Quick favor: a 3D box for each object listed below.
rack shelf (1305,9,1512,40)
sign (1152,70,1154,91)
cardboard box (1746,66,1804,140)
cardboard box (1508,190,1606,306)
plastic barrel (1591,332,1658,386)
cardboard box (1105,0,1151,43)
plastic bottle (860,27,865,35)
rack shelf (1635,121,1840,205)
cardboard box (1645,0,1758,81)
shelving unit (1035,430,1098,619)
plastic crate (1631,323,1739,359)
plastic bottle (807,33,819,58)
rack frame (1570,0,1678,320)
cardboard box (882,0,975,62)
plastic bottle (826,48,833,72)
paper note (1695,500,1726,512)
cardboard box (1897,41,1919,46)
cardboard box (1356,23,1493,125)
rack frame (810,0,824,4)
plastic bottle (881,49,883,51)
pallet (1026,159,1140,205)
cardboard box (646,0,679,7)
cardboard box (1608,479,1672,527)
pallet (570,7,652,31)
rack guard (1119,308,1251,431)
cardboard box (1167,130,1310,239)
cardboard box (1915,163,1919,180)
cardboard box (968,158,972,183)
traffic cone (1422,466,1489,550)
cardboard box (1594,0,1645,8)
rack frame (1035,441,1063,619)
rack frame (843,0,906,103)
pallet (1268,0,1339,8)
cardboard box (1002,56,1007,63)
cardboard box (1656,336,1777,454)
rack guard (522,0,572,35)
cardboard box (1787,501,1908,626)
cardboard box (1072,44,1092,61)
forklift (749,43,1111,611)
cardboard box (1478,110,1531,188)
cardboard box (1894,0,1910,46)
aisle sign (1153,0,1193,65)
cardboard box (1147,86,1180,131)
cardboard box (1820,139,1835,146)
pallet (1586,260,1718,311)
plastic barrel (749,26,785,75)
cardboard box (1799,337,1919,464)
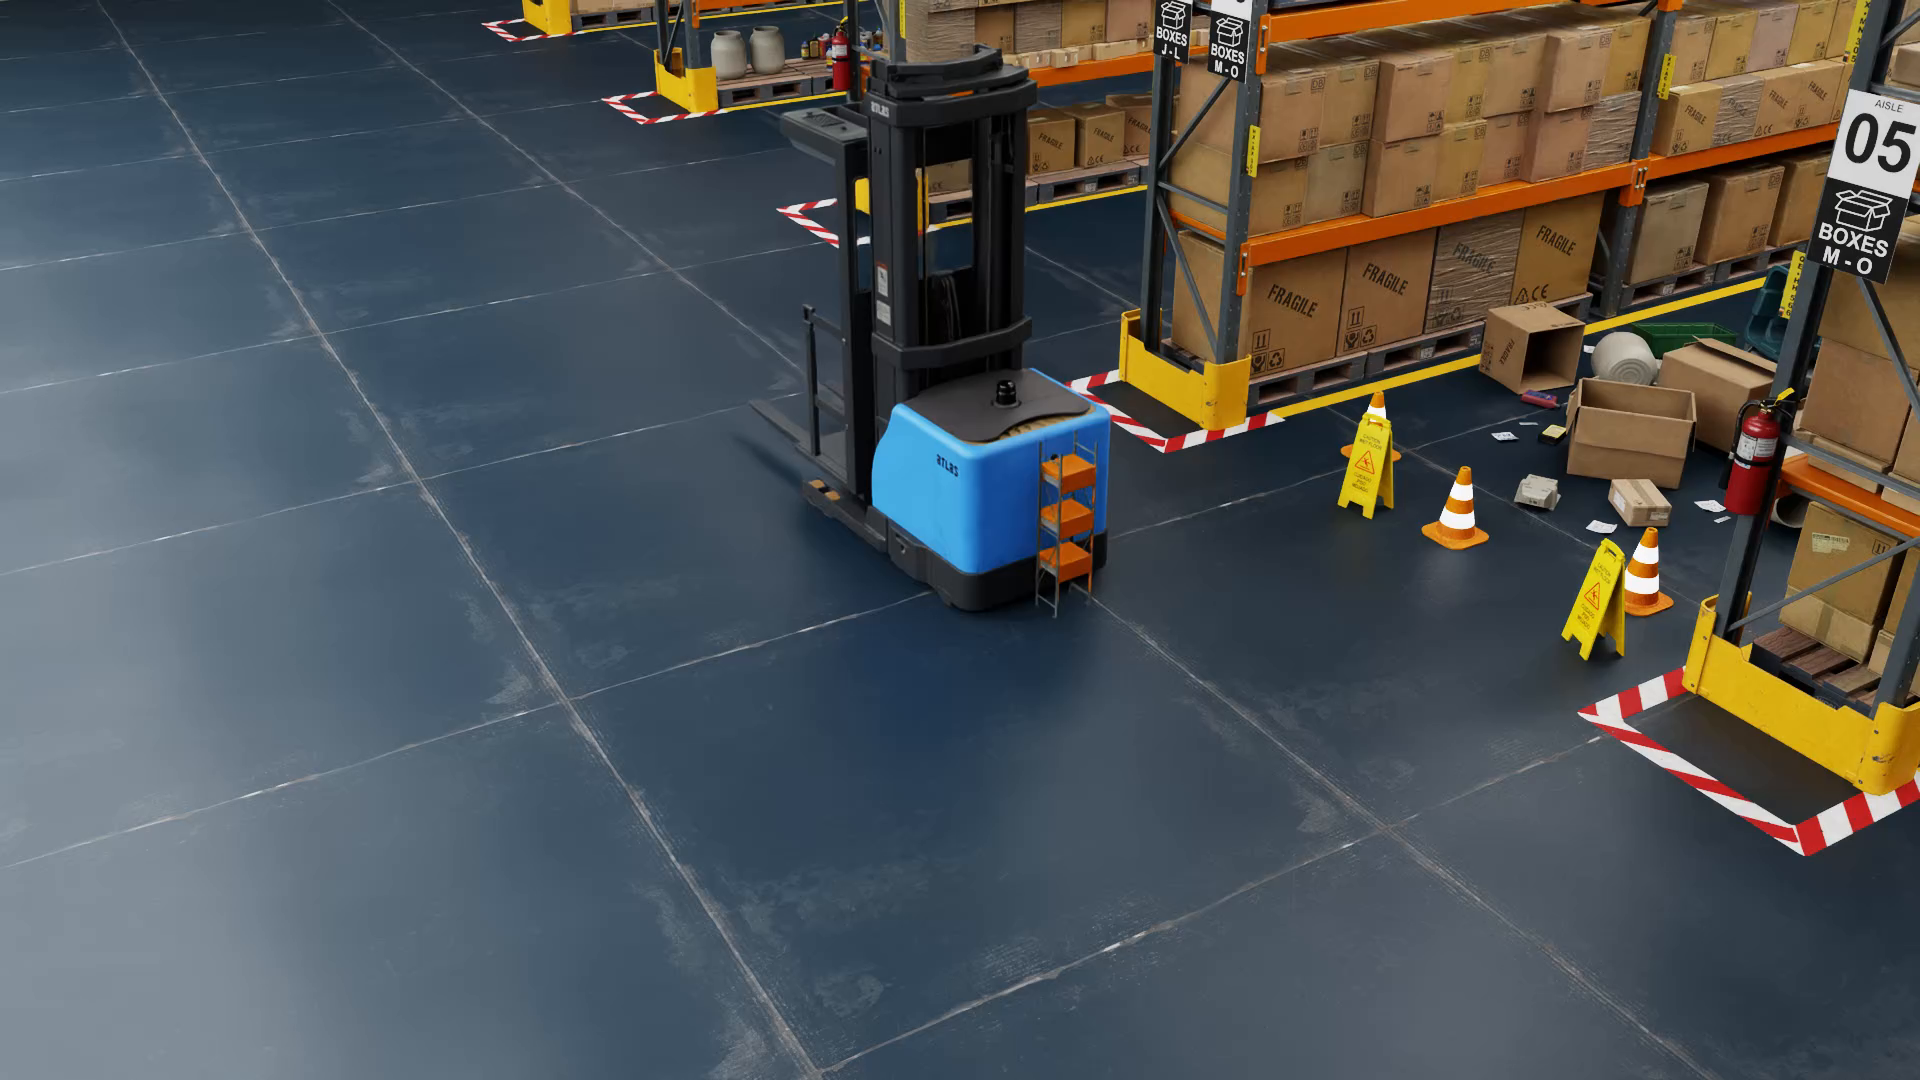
[{"bbox_3d":[4.388,-5.606,18.146,4.000,0.370,1.077,-16,33,-26],"label":"rack shelf"},{"bbox_3d":[1.378,-3.201,11.601,0.005,0.325,0.100,-16,33,-26],"label":"sign"},{"bbox_3d":[6.547,-3.646,13.747,0.500,0.500,0.500,-16,33,-27],"label":"cardboard box"},{"bbox_3d":[4.512,-2.469,13.482,0.875,0.875,0.875,-15,32,-26],"label":"cardboard box"},{"bbox_3d":[4.889,-1.296,12.258,0.421,0.421,0.512,5,29,8],"label":"plastic barrel"},{"bbox_3d":[1.416,-5.249,16.344,0.500,0.500,0.875,-16,33,-26],"label":"cardboard box"},{"bbox_3d":[-1.281,-6.353,21.041,0.185,0.351,0.144,-16,33,-27],"label":"plastic bottle"},{"bbox_3d":[6.814,-3.515,14.358,4.000,0.370,1.077,-16,33,-26],"label":"rack shelf"},{"bbox_3d":[5.957,-4.073,13.485,0.500,0.500,0.700,-16,33,-27],"label":"cardboard box"},{"bbox_3d":[0.597,-0.078,9.404,0.252,1.050,0.215,-19,34,-30],"label":"shelving unit"},{"bbox_3d":[5.603,-1.546,12.896,0.662,0.188,0.450,0,19,0],"label":"plastic crate"},{"bbox_3d":[-1.841,-6.187,20.811,0.133,0.283,0.061,-15,32,-25],"label":"plastic bottle"},{"bbox_3d":[5.089,-3.340,13.297,0.127,3.000,1.000,-16,33,-26],"label":"rack frame"},{"bbox_3d":[-0.297,-4.749,15.438,0.500,0.500,0.875,-16,33,-26],"label":"cardboard box"},{"bbox_3d":[-1.573,-5.828,20.172,0.097,0.271,0.097,0,29,0],"label":"plastic bottle"},{"bbox_3d":[4.851,-0.225,10.736,0.142,0.019,0.148,-5,29,-9],"label":"paper note"},{"bbox_3d":[8.286,-4.141,14.644,0.500,0.500,0.500,-16,33,-26],"label":"cardboard box"},{"bbox_3d":[3.350,-3.412,12.153,0.500,0.550,0.875,-16,33,-26],"label":"cardboard box"},{"bbox_3d":[-2.352,-9.559,24.565,0.127,3.000,1.000,-16,33,-26],"label":"rack frame"},{"bbox_3d":[-0.929,-5.980,20.520,0.097,0.201,0.097,0,29,0],"label":"plastic bottle"},{"bbox_3d":[1.050,-3.731,16.890,1.213,0.211,1.003,-16,33,-26],"label":"pallet"},{"bbox_3d":[-4.365,-7.845,23.870,0.500,0.250,0.500,-16,33,-26],"label":"cardboard box"},{"bbox_3d":[4.342,-0.238,10.625,0.250,0.149,0.380,0,29,0],"label":"cardboard box"},{"bbox_3d":[-5.162,-7.564,23.835,1.213,0.211,1.003,-16,33,-26],"label":"pallet"},{"bbox_3d":[1.620,-1.261,12.116,0.348,0.500,1.175,-16,33,-26],"label":"rack guard"},{"bbox_3d":[1.938,-2.537,11.685,0.550,0.550,0.875,-16,33,-26],"label":"cardboard box"},{"bbox_3d":[4.402,-1.731,7.536,0.250,0.149,0.380,-16,33,-26],"label":"cardboard box"},{"bbox_3d":[0.260,-3.848,16.369,0.500,0.500,0.500,-8,30,-13],"label":"cardboard box"},{"bbox_3d":[3.097,-0.235,10.295,0.334,0.463,0.336,-16,33,-26],"label":"traffic cone"},{"bbox_3d":[7.490,-6.039,19.952,0.875,0.875,1.225,-16,33,-26],"label":"cardboard box"},{"bbox_3d":[0.497,-0.045,9.343,0.008,1.050,0.200,-19,34,-30],"label":"rack frame"},{"bbox_3d":[-0.785,-4.452,15.311,0.127,3.000,1.000,-16,33,-26],"label":"rack frame"},{"bbox_3d":[2.275,-3.822,11.156,1.213,0.211,1.003,-16,33,-26],"label":"pallet"},{"bbox_3d":[0.235,-4.491,15.641,0.250,0.149,0.380,-16,33,-26],"label":"cardboard box"},{"bbox_3d":[5.270,-1.007,11.512,0.503,0.637,0.797,-16,33,-26],"label":"cardboard box"},{"bbox_3d":[-5.821,-7.480,23.384,0.348,0.500,1.175,-16,33,-26],"label":"rack guard"},{"bbox_3d":[4.794,0.063,8.765,0.500,0.500,0.500,-16,33,-26],"label":"cardboard box"},{"bbox_3d":[1.072,-4.756,16.122,0.250,0.149,0.380,-16,33,-26],"label":"cardboard box"},{"bbox_3d":[-0.361,-1.543,10.111,1.130,2.935,3.031,-18,34,-29],"label":"forklift"},{"bbox_3d":[3.789,-3.084,12.676,0.550,0.550,0.875,-16,33,-26],"label":"cardboard box"},{"bbox_3d":[7.711,-4.571,14.388,0.500,0.500,0.700,-16,33,-27],"label":"cardboard box"},{"bbox_3d":[1.428,-3.607,11.089,0.004,0.787,0.394,-16,33,-26],"label":"aisle sign"},{"bbox_3d":[2.299,-4.440,17.441,0.500,0.500,0.500,-17,33,-28],"label":"cardboard box"},{"bbox_3d":[7.968,-3.407,15.311,0.750,0.750,1.050,-16,33,-27],"label":"cardboard box"},{"bbox_3d":[5.717,-2.340,14.370,1.213,0.211,1.003,-16,33,-26],"label":"pallet"},{"bbox_3d":[-2.333,-5.926,20.122,0.421,0.512,0.421,0,29,0],"label":"plastic barrel"},{"bbox_3d":[4.564,-0.746,8.183,0.500,0.500,0.500,-16,33,-27],"label":"cardboard box"}]
